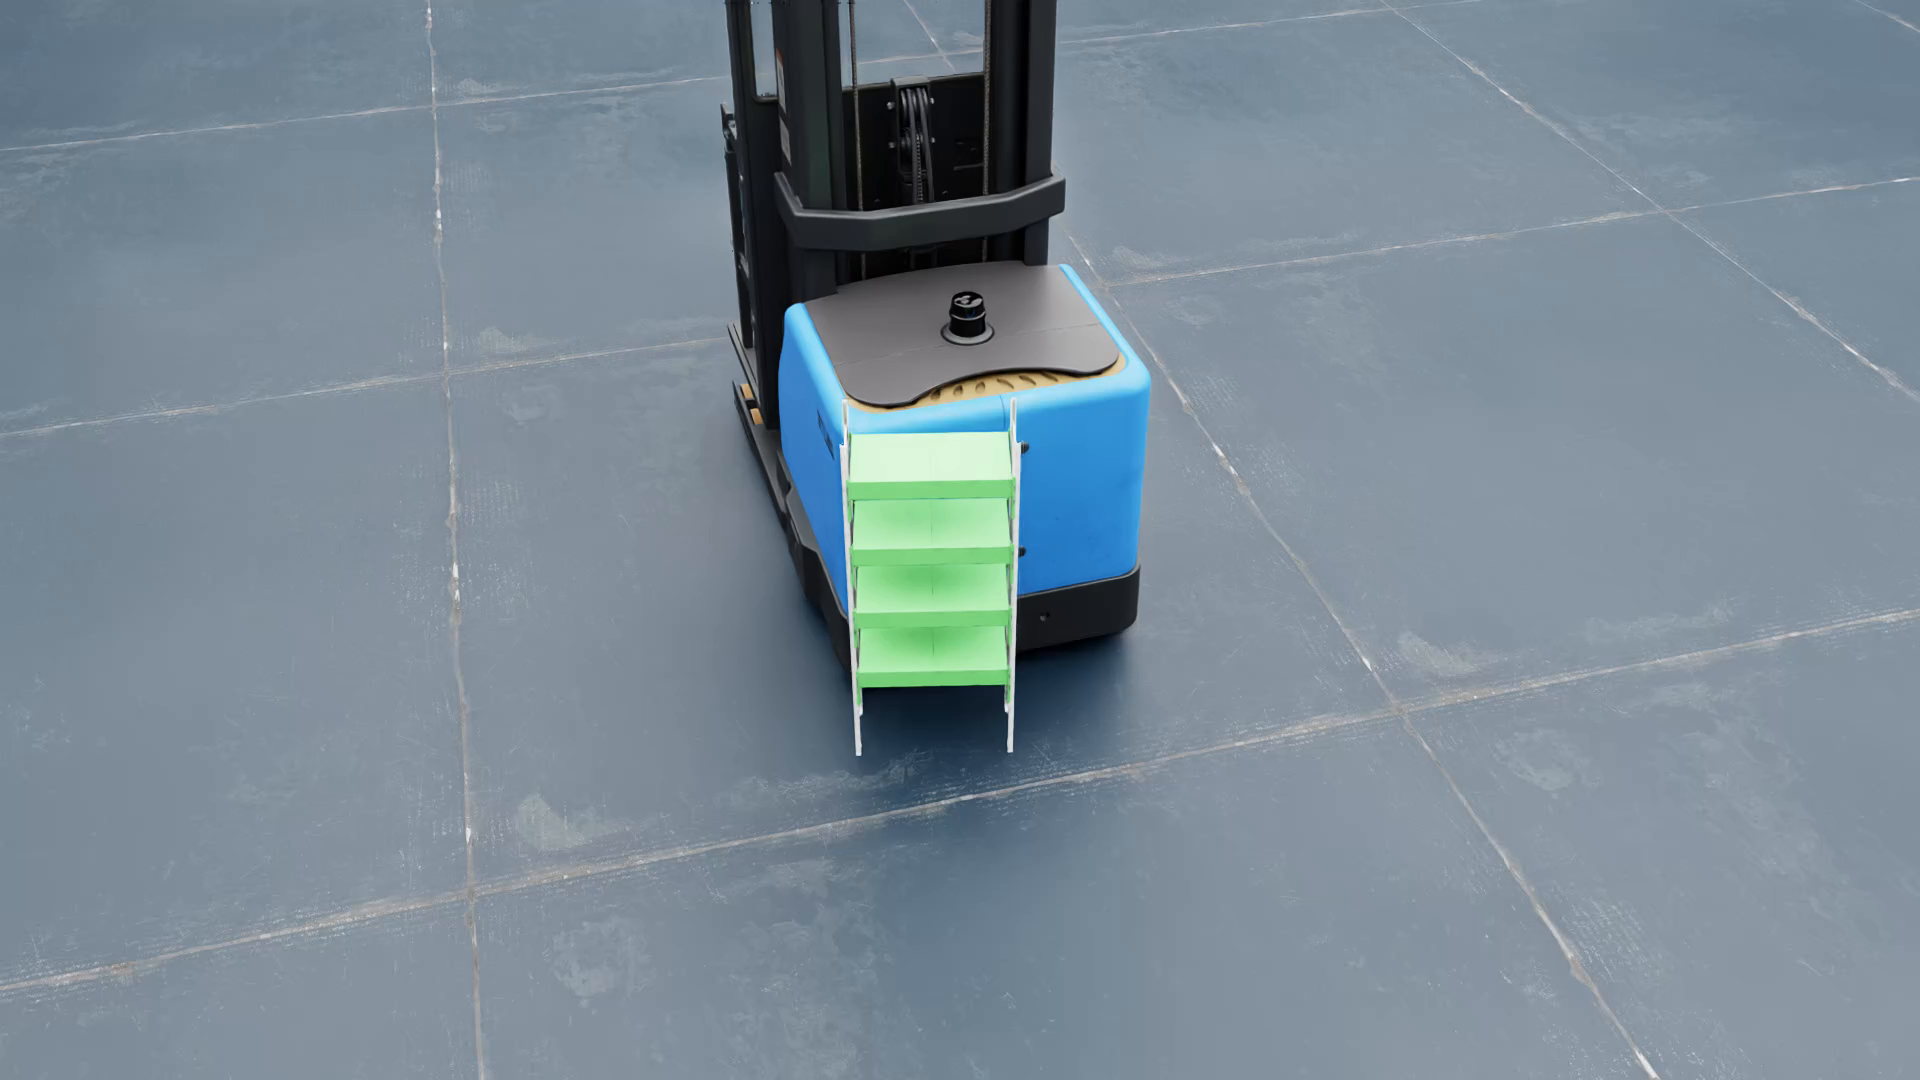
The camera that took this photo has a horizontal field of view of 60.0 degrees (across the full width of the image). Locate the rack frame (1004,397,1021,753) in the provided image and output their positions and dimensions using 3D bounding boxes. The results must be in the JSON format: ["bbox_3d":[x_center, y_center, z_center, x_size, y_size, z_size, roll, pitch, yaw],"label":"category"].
[{"bbox_3d":[0.159,0.136,5.085,0.015,1.200,0.240,-1,38,-1],"label":"rack frame"}]

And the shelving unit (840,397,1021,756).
[{"bbox_3d":[-0.085,0.140,5.079,0.503,1.200,0.258,-1,38,-1],"label":"shelving unit"}]

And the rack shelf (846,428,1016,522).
[{"bbox_3d":[-0.085,-0.190,4.825,0.480,0.148,0.258,-1,38,-1],"label":"rack shelf"}]

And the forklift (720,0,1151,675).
[{"bbox_3d":[-0.301,-1.596,5.924,1.130,2.935,3.031,-10,39,-13],"label":"forklift"}]

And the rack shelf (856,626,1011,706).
[{"bbox_3d":[-0.085,0.381,5.264,0.480,0.148,0.258,-1,38,-1],"label":"rack shelf"}]

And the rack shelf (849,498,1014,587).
[{"bbox_3d":[-0.085,0.001,4.972,0.480,0.148,0.258,-1,38,-1],"label":"rack shelf"}]

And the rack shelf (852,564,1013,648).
[{"bbox_3d":[-0.085,0.191,5.118,0.480,0.148,0.258,-1,38,-1],"label":"rack shelf"}]

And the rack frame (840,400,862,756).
[{"bbox_3d":[-0.329,0.145,5.073,0.015,1.200,0.240,-1,38,-1],"label":"rack frame"}]
